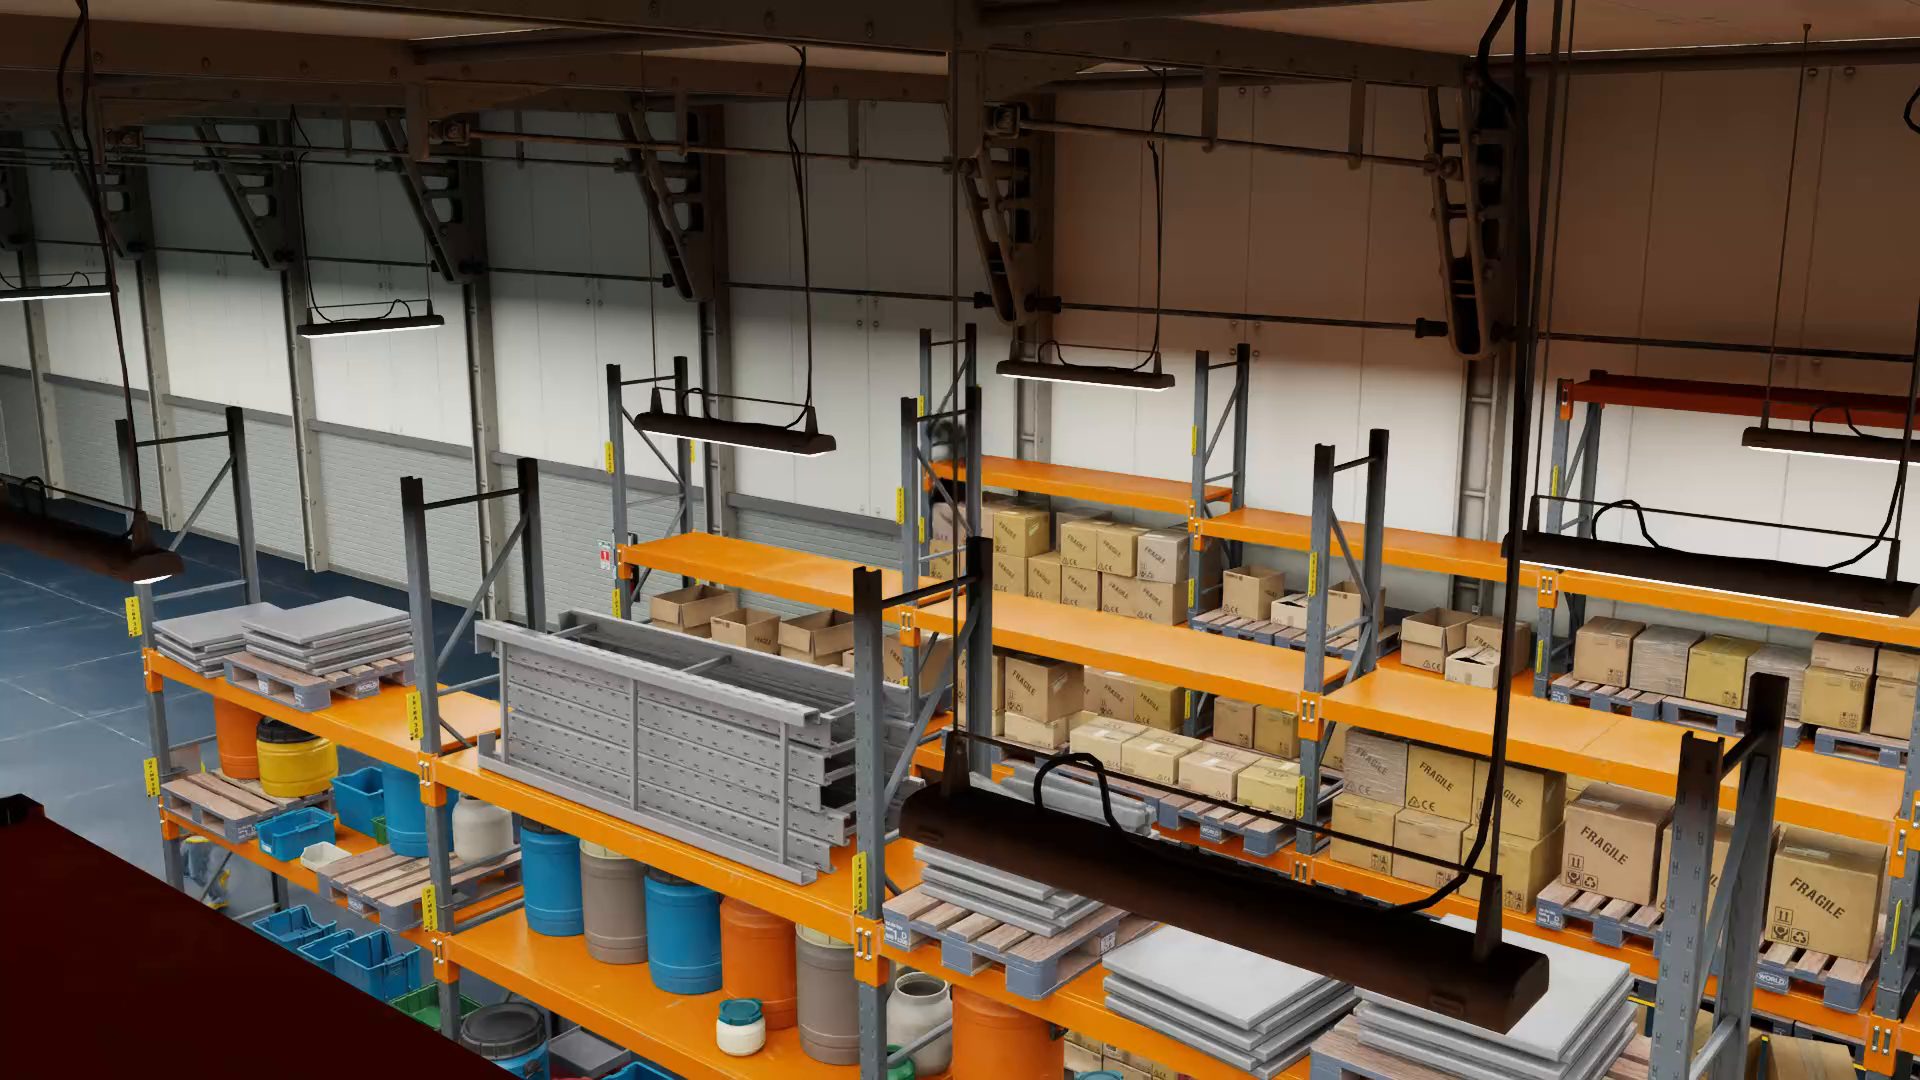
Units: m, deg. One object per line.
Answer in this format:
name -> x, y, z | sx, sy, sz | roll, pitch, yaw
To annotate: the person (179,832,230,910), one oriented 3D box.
person -> -8.316, 3.226, 18.098 | 0.620, 1.713, 0.694 | -7, 14, -29
